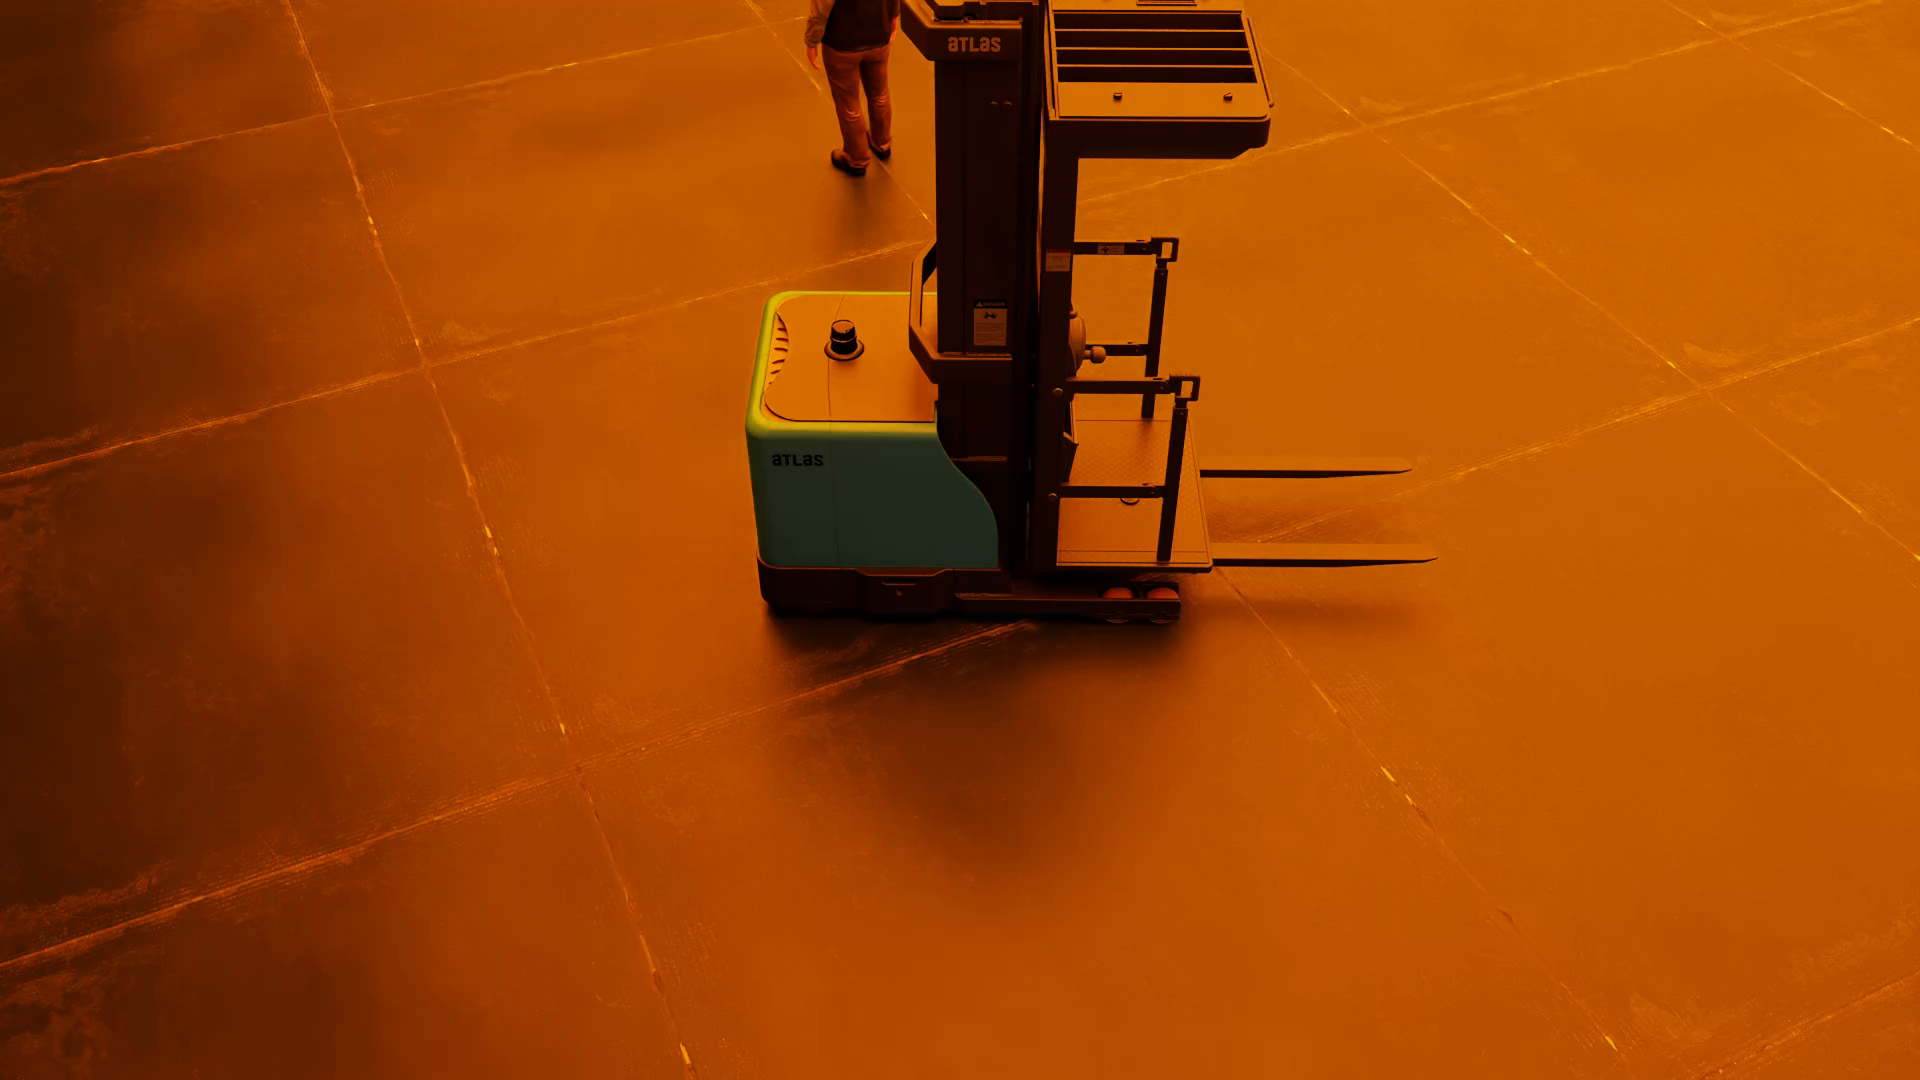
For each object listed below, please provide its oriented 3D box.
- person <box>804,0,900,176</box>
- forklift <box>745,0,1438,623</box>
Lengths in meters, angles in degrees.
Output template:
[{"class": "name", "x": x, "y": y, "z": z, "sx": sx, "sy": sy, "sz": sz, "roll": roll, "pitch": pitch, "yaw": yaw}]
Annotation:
[{"class": "person", "x": -0.643, "y": -2.947, "z": 9.714, "sx": 0.631, "sy": 1.720, "sz": 0.568, "roll": -23, "pitch": 48, "yaw": -23}, {"class": "forklift", "x": 0.623, "y": -1.067, "z": 6.823, "sx": 3.031, "sy": 2.935, "sz": 1.130, "roll": 0, "pitch": 43, "yaw": 0}]
